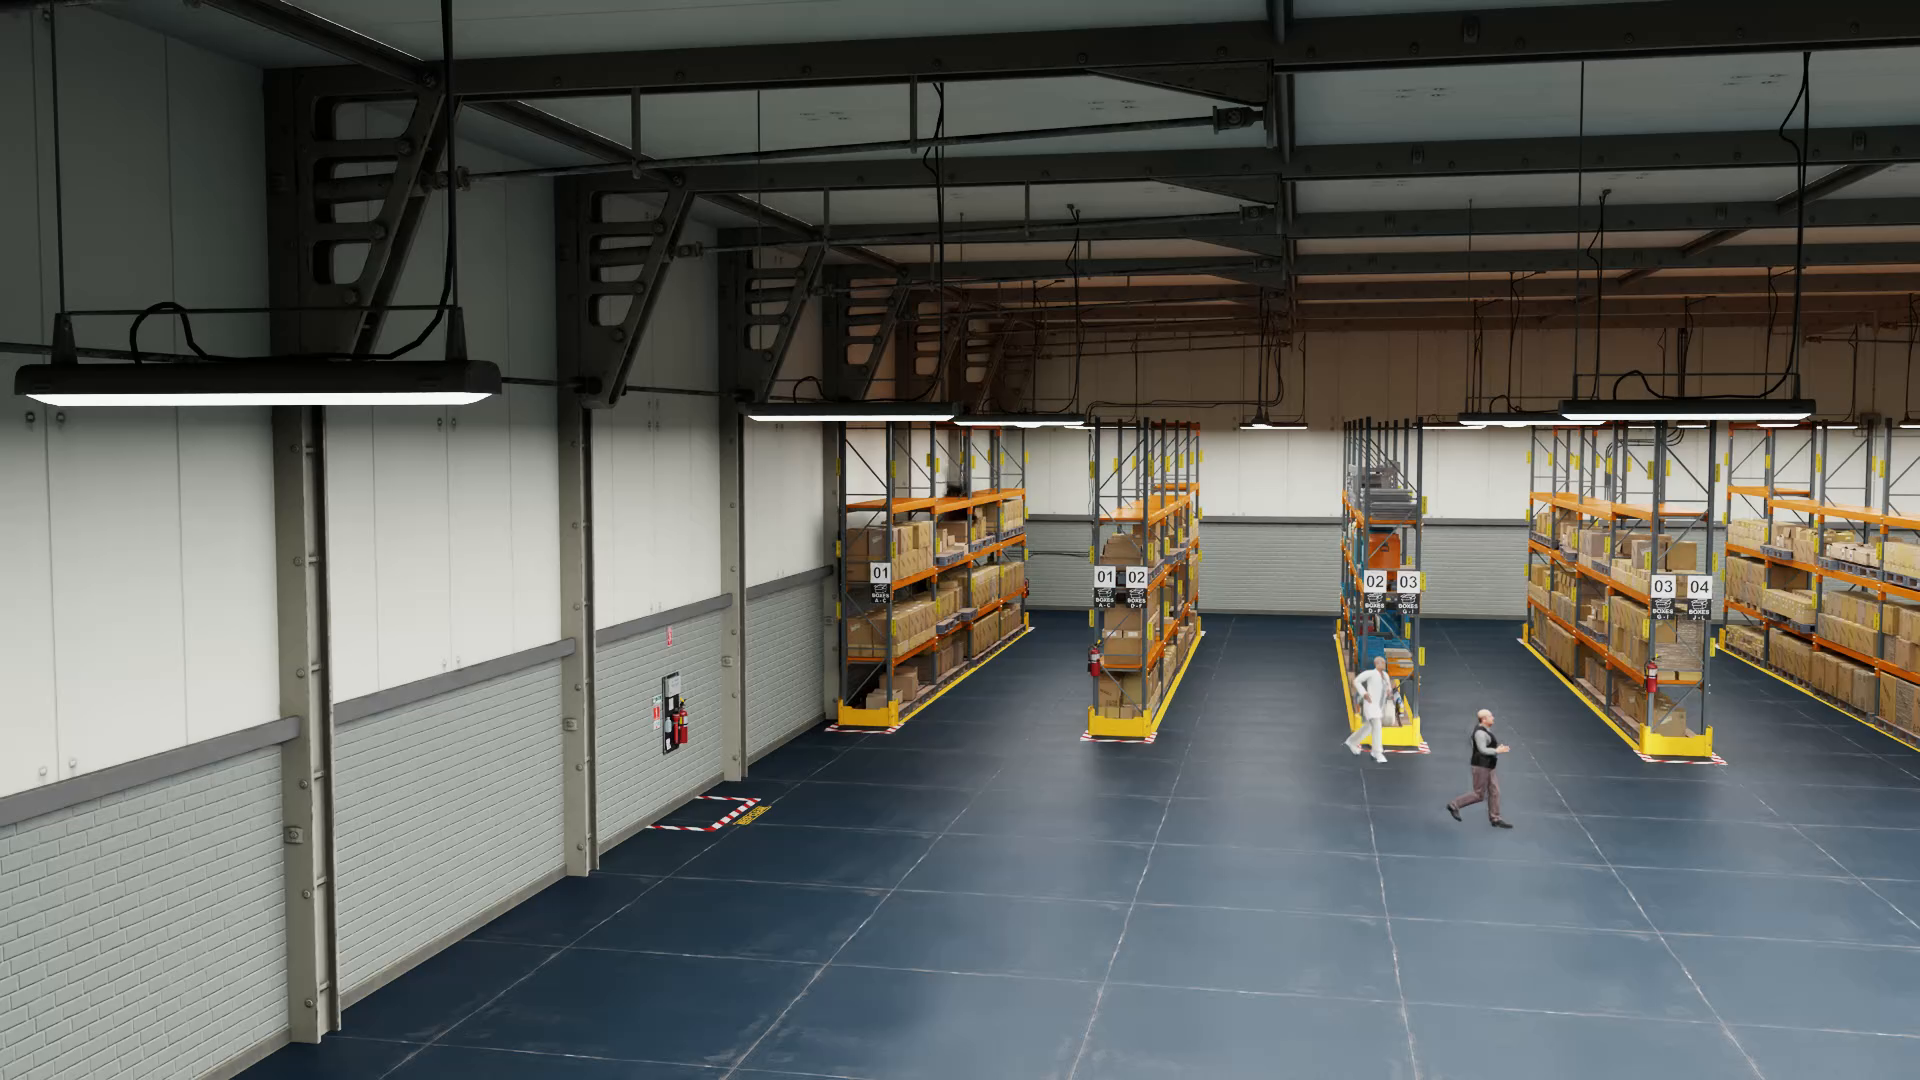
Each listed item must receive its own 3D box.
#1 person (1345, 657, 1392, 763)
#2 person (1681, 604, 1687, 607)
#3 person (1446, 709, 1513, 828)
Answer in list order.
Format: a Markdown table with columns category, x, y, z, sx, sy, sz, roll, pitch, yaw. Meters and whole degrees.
| category | x | y | z | sx | sy | sz | roll | pitch | yaw |
| --- | --- | --- | --- | --- | --- | --- | --- | --- | --- |
| person | 7.283 | 2.953 | 29.293 | 0.713 | 1.815 | 0.937 | -3 | 5 | -42 |
| person | 18.716 | 2.081 | 43.246 | 0.755 | 1.696 | 0.543 | 1 | 4 | 20 |
| person | 7.516 | 3.289 | 24.001 | 0.924 | 1.704 | 0.659 | 2 | 4 | 24 |
